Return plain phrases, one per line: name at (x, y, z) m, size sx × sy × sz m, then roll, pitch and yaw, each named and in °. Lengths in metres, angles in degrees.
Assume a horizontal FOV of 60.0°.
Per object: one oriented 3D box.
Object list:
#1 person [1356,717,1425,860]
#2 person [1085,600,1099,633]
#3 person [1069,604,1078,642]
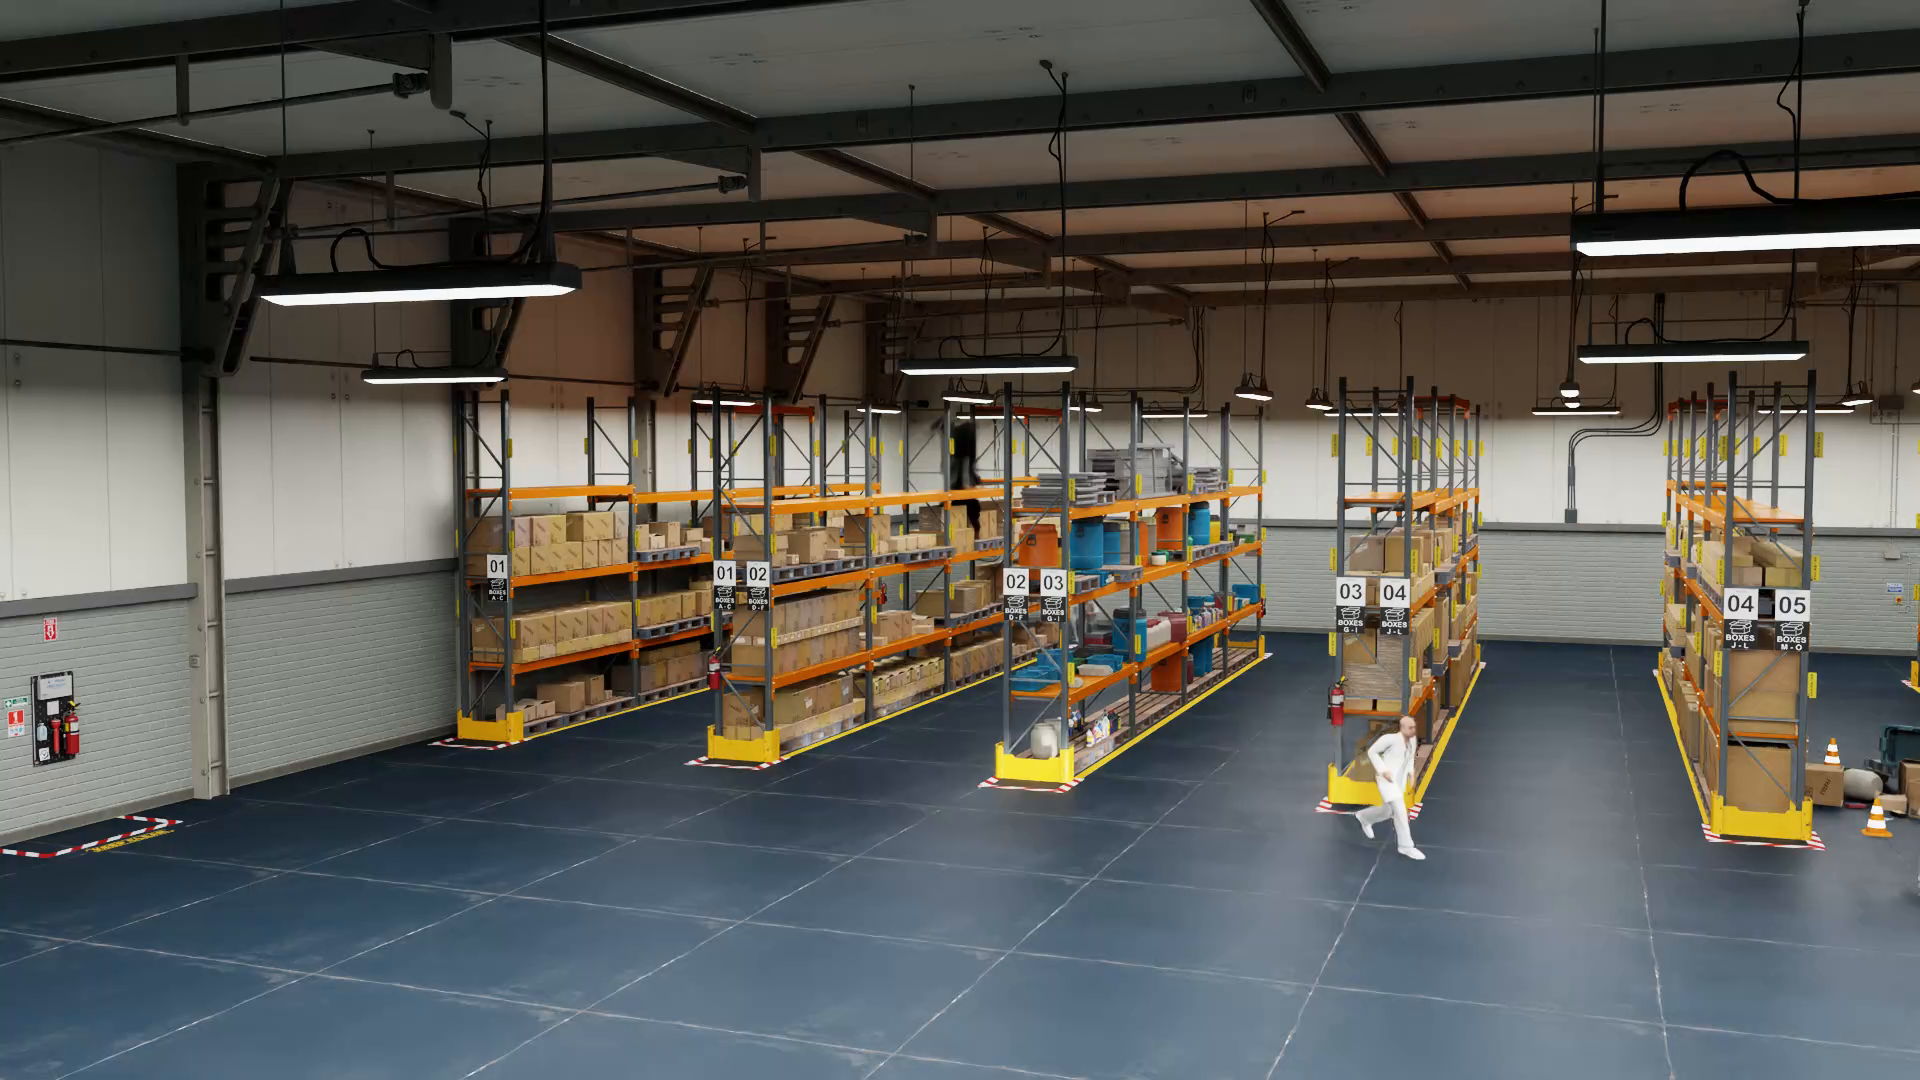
person at (5.290, 3.003, 20.582) m, size 0.725 × 1.723 × 1.112 m, roll -2°, pitch 4°, yaw -29°
person at (2.902, 1.899, 37.320) m, size 0.539 × 1.633 × 0.865 m, roll 1°, pitch 3°, yaw 21°
person at (2.932, 1.786, 43.424) m, size 0.580 × 1.740 × 1.033 m, roll -2°, pitch 4°, yaw -33°
